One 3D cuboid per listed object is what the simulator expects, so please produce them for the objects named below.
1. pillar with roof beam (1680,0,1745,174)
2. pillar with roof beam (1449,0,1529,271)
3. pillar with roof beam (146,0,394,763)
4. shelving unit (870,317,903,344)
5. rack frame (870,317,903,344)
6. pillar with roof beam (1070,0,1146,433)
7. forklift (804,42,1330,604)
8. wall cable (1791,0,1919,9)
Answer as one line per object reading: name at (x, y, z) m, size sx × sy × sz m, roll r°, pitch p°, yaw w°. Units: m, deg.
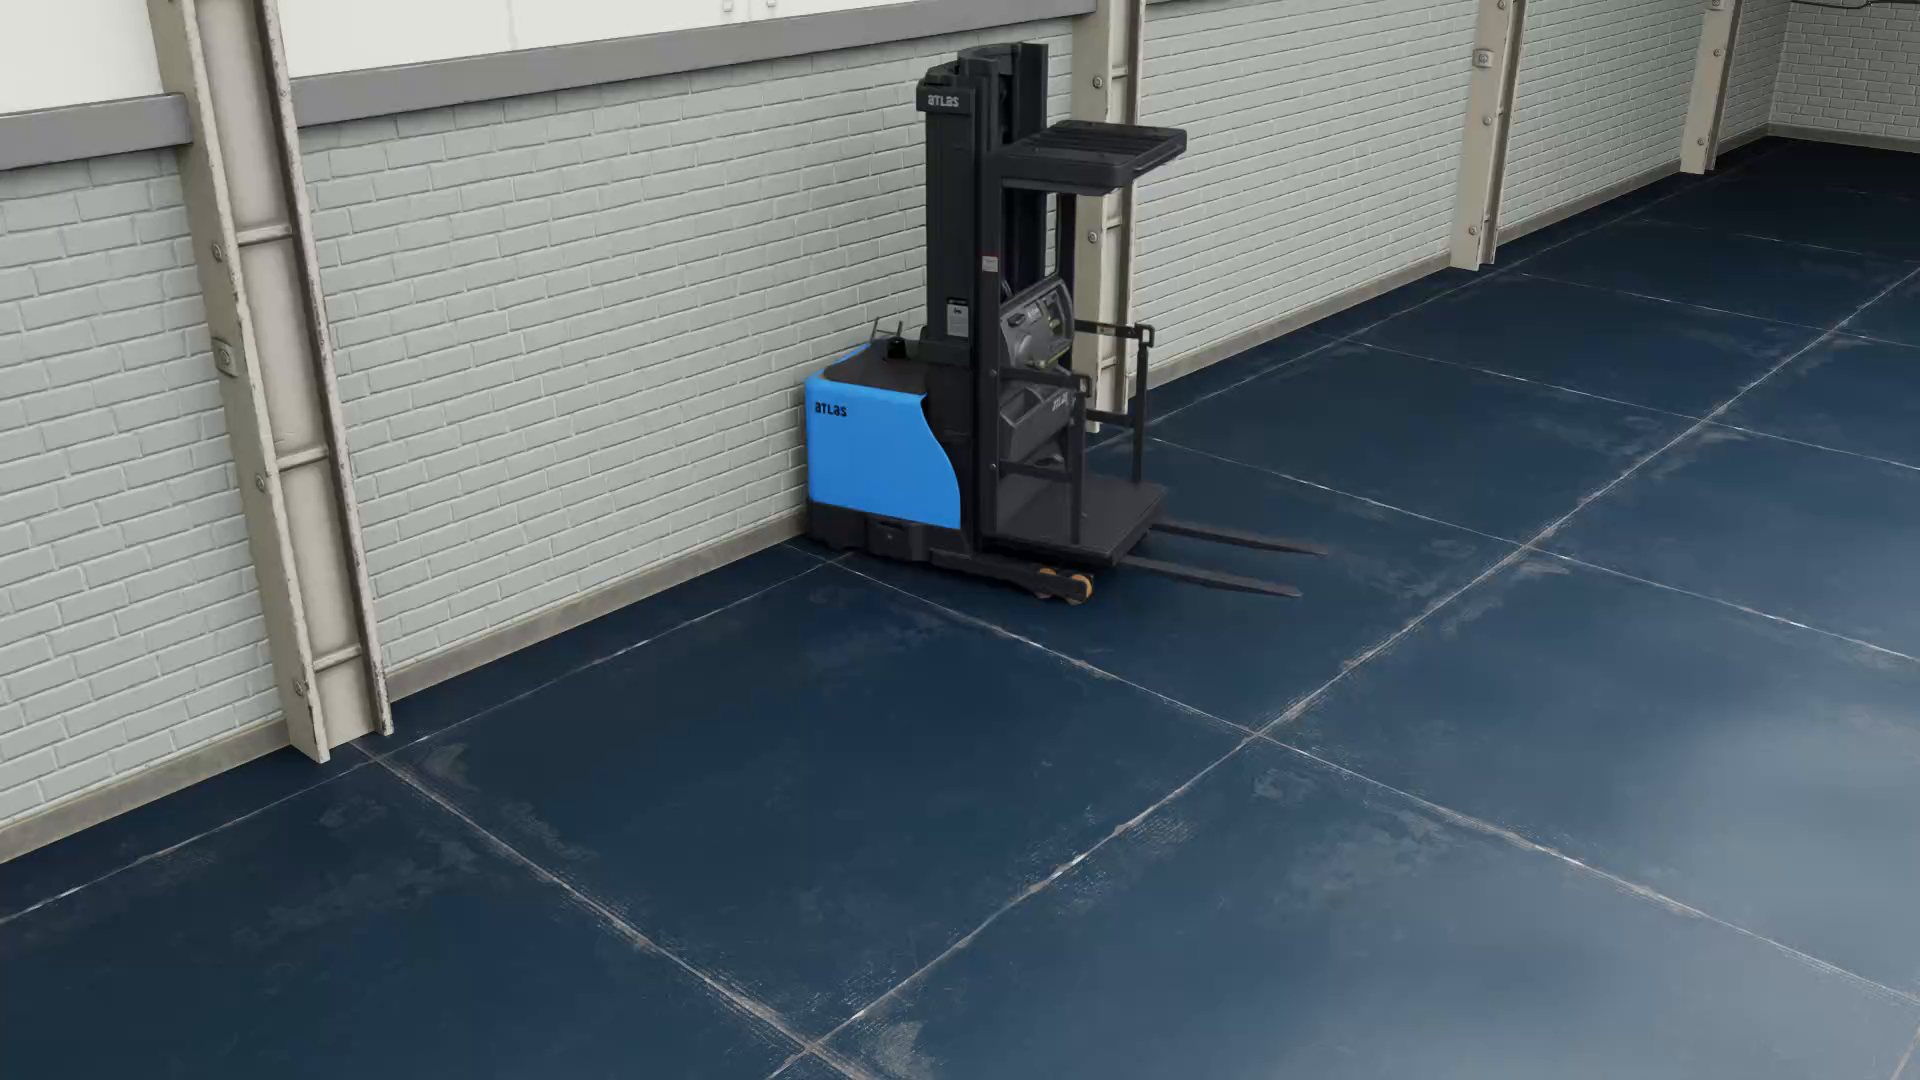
pillar with roof beam at (12.202, -7.456, 15.880) m, size 9.100 × 9.000 × 0.400 m, roll 20°, pitch 31°, yaw 38°
pillar with roof beam at (8.197, -5.628, 11.803) m, size 9.100 × 9.000 × 0.400 m, roll 20°, pitch 31°, yaw 38°
pillar with roof beam at (0.188, -1.972, 3.649) m, size 9.100 × 9.000 × 0.400 m, roll 20°, pitch 31°, yaw 38°
shelving unit at (-0.404, -0.763, 10.514) m, size 0.258 × 1.200 × 0.503 m, roll 16°, pitch 6°, yaw 41°
rack frame at (-0.563, -0.782, 10.331) m, size 0.240 × 1.200 × 0.015 m, roll 16°, pitch 6°, yaw 41°
pillar with roof beam at (4.193, -3.800, 7.726) m, size 9.100 × 9.000 × 0.400 m, roll 20°, pitch 31°, yaw 38°
forklift at (0.626, -1.220, 9.389) m, size 3.031 × 2.935 × 1.130 m, roll 11°, pitch 26°, yaw 23°
wall cable at (11.947, -7.751, 20.334) m, size 3.097 × 2.526 × 0.112 m, roll 20°, pitch 31°, yaw 38°
